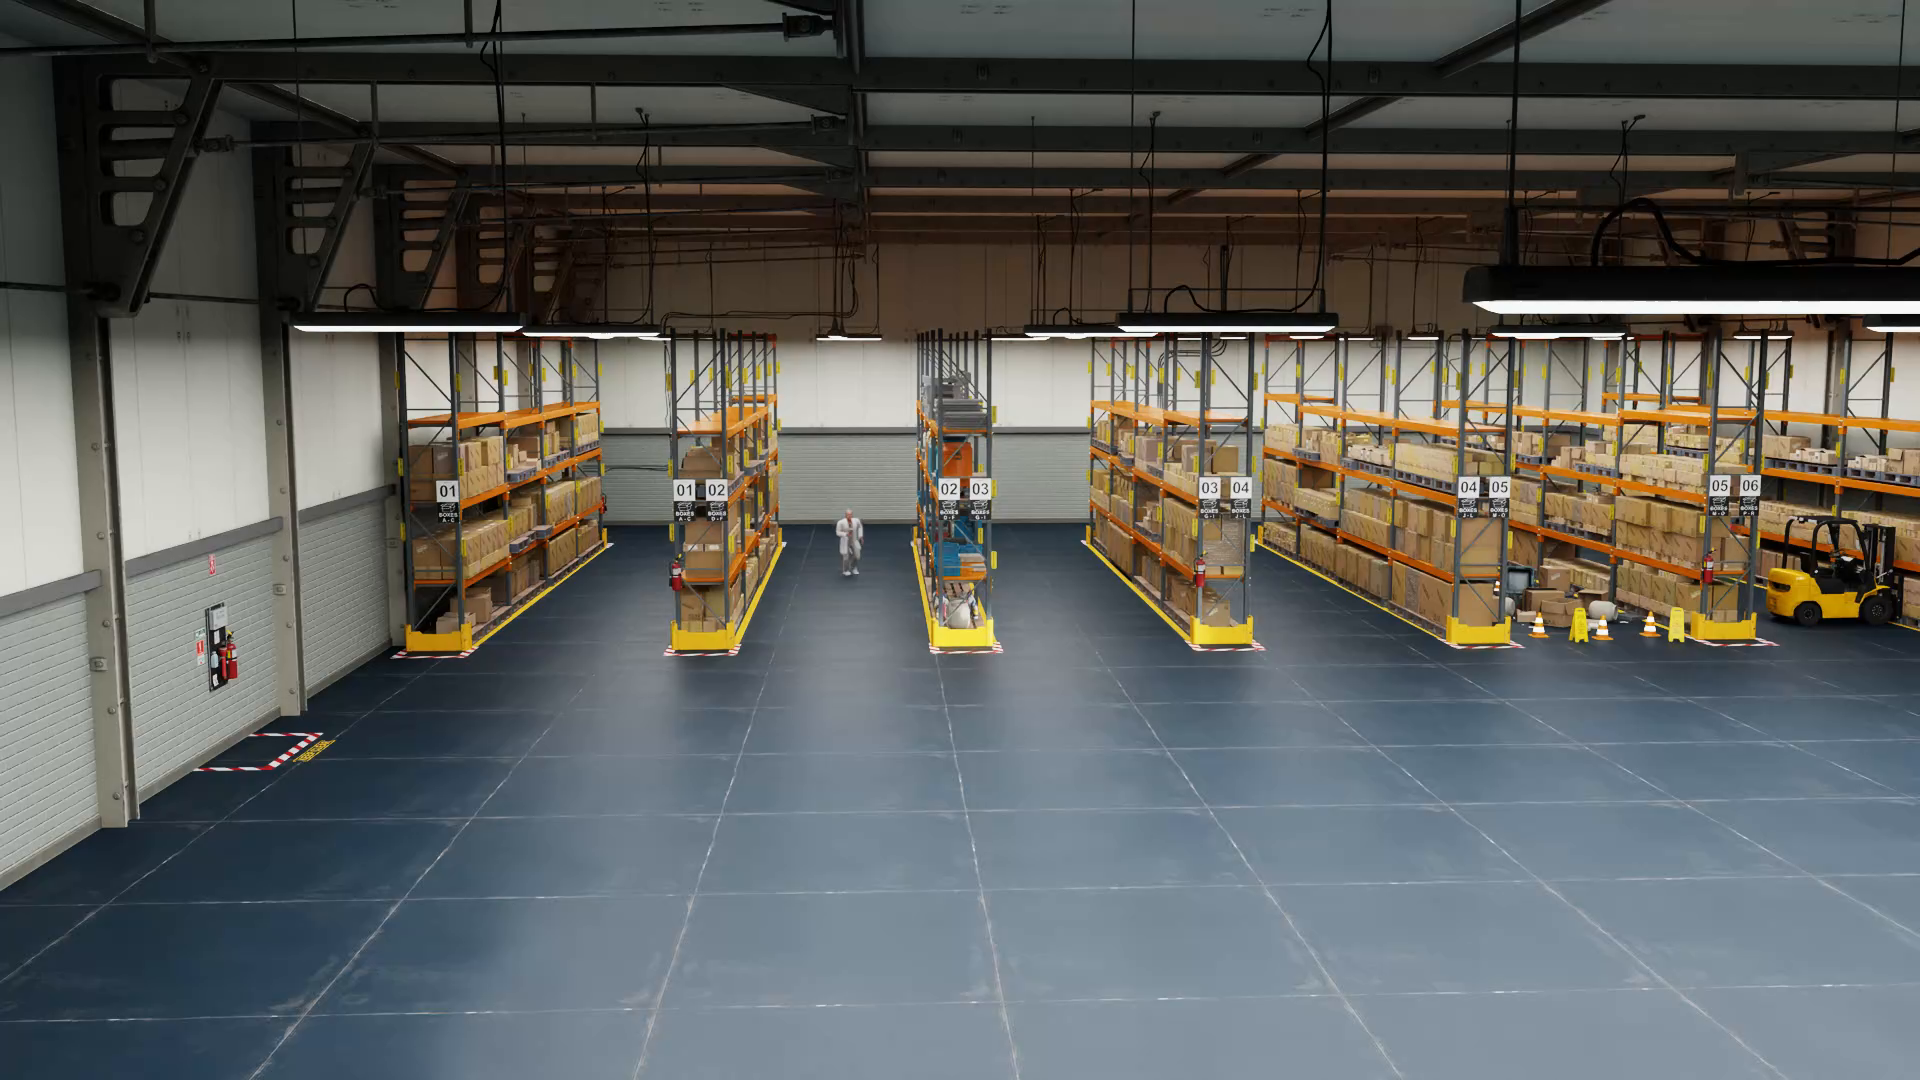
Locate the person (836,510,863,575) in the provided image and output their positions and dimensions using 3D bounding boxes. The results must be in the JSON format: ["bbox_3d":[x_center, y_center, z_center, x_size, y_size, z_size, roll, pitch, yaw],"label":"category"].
[{"bbox_3d":[-2.713,0.072,40.924,0.710,1.670,0.924,-2,7,-15],"label":"person"}]
